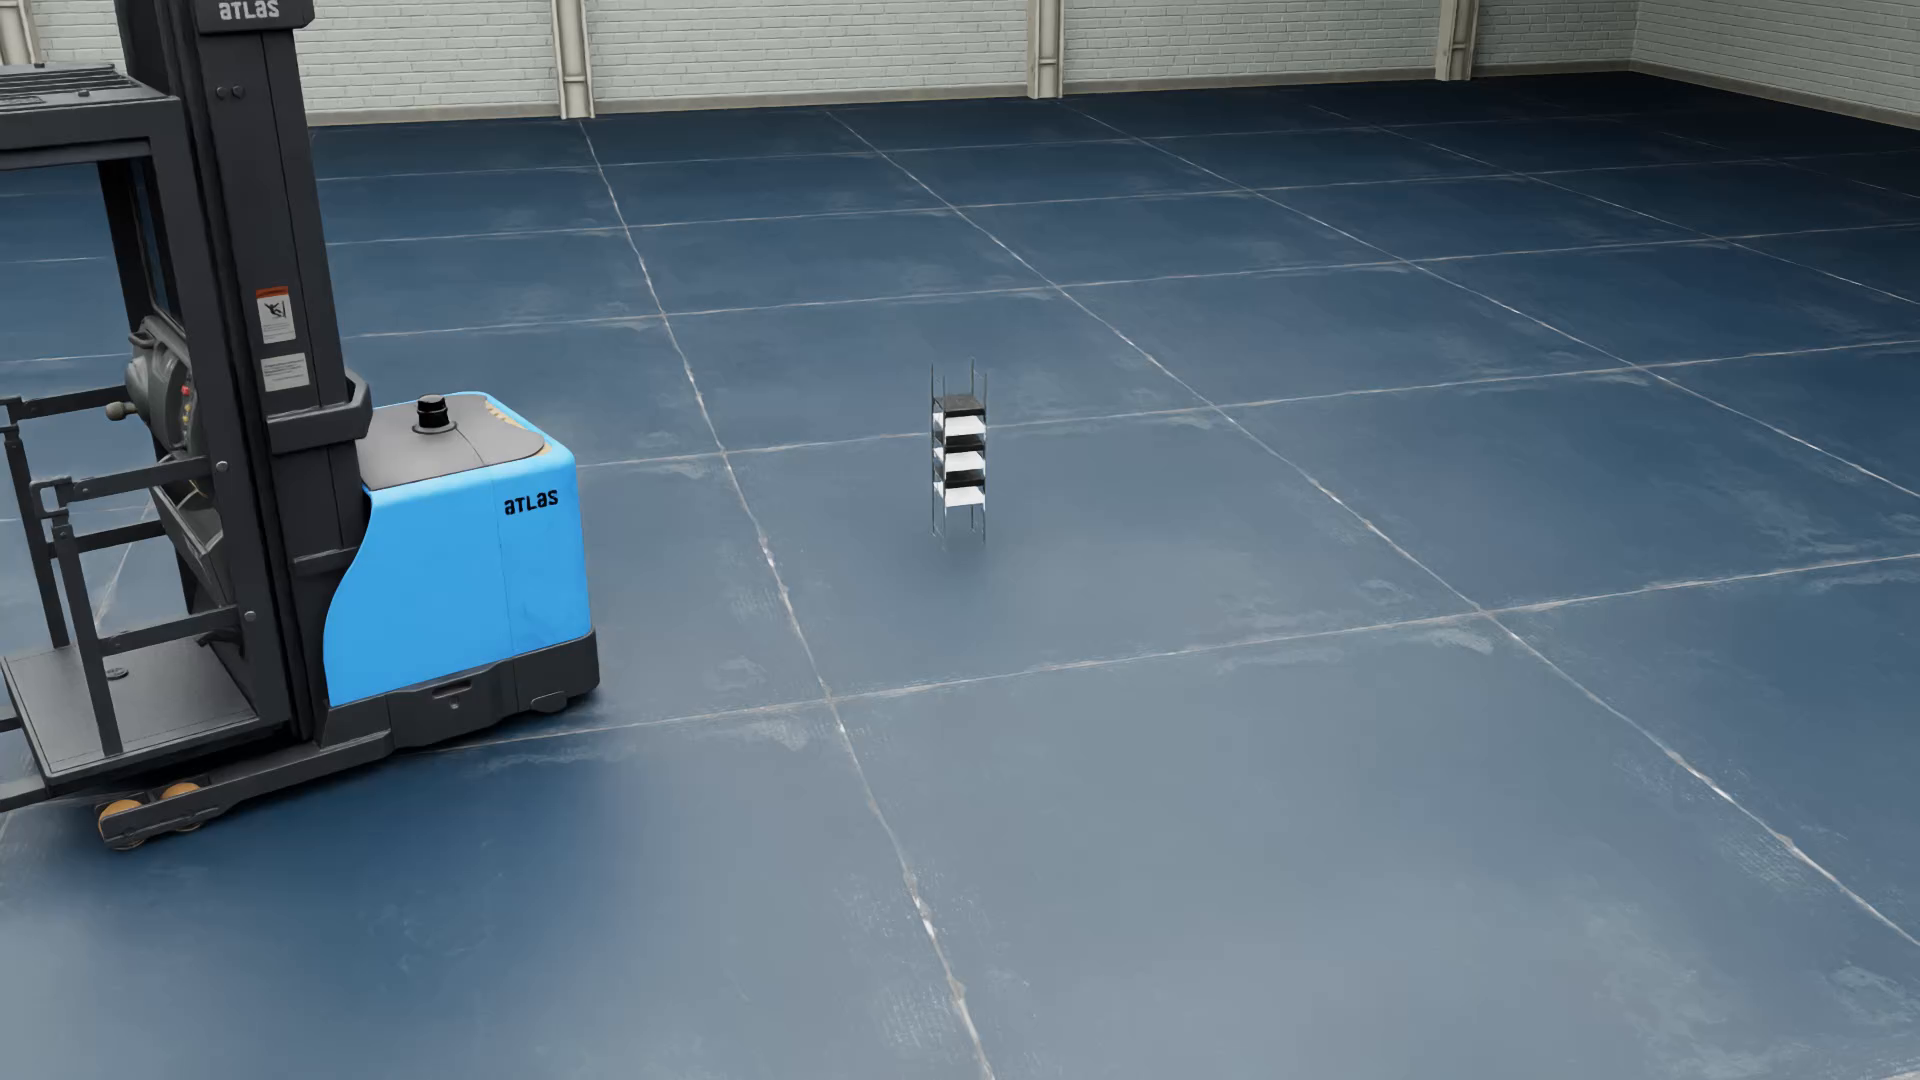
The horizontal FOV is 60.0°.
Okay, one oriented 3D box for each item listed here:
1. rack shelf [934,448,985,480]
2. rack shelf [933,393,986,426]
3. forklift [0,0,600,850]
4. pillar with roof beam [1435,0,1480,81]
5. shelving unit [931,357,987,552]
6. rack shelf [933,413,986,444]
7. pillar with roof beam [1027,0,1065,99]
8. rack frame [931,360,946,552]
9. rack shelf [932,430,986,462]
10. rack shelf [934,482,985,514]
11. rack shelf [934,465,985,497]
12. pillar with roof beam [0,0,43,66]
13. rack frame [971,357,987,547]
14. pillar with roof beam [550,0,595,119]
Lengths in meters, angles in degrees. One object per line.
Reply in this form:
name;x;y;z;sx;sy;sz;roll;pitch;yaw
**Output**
rack shelf;-0.008;-0.382;8.084;0.200;0.077;0.258;-6;24;-14
rack shelf;-0.008;-0.630;7.977;0.200;0.077;0.258;-6;24;-14
forklift;-2.951;-0.513;5.728;3.031;2.935;1.130;-16;28;-32
pillar with roof beam;8.050;-8.949;17.695;0.400;9.000;9.100;-6;24;-14
shelving unit;-0.008;-0.413;8.071;0.210;0.900;0.258;-6;24;-14
rack shelf;-0.008;-0.547;8.013;0.200;0.077;0.258;-6;24;-14
pillar with roof beam;2.273;-8.310;16.205;0.400;9.000;9.100;-6;24;-14
rack frame;-0.106;-0.402;8.045;0.006;0.900;0.240;-6;24;-14
rack shelf;-0.008;-0.465;8.048;0.200;0.077;0.258;-6;24;-14
rack shelf;-0.008;-0.217;8.155;0.200;0.077;0.258;-6;24;-14
rack shelf;-0.008;-0.299;8.119;0.200;0.077;0.258;-6;24;-14
pillar with roof beam;-9.281;-7.032;13.226;0.400;9.000;9.100;-6;24;-14
rack frame;0.090;-0.424;8.096;0.006;0.900;0.240;-6;24;-14
pillar with roof beam;-3.504;-7.671;14.716;0.400;9.000;9.100;-6;24;-14
